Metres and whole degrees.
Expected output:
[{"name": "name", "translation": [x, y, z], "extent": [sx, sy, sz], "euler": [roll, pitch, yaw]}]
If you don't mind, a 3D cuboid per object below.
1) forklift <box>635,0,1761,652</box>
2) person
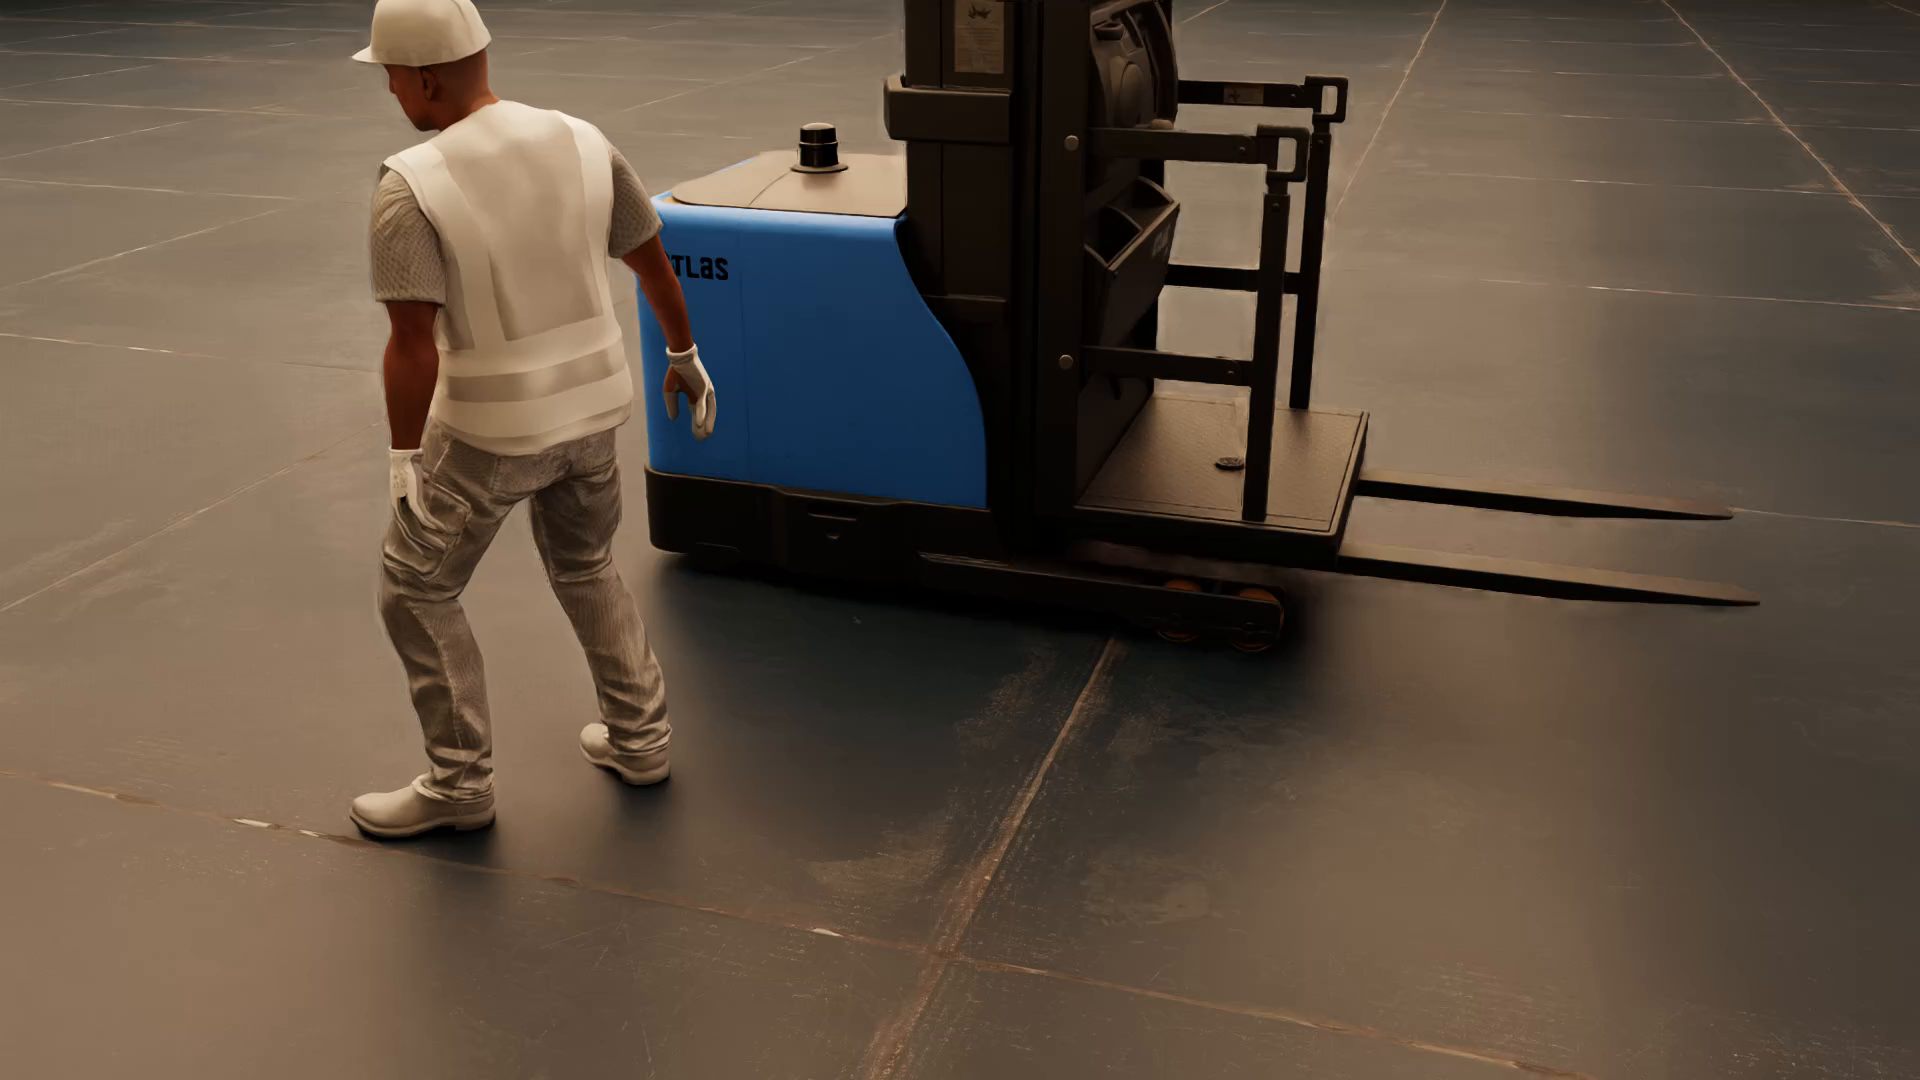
[{"name": "forklift", "translation": [0.655, -1.285, 4.391], "extent": [3.031, 2.935, 1.130], "euler": [7, 23, 16]}, {"name": "person", "translation": [-0.934, -0.263, 3.500], "extent": [0.454, 1.746, 0.882], "euler": [18, 29, 37]}]
